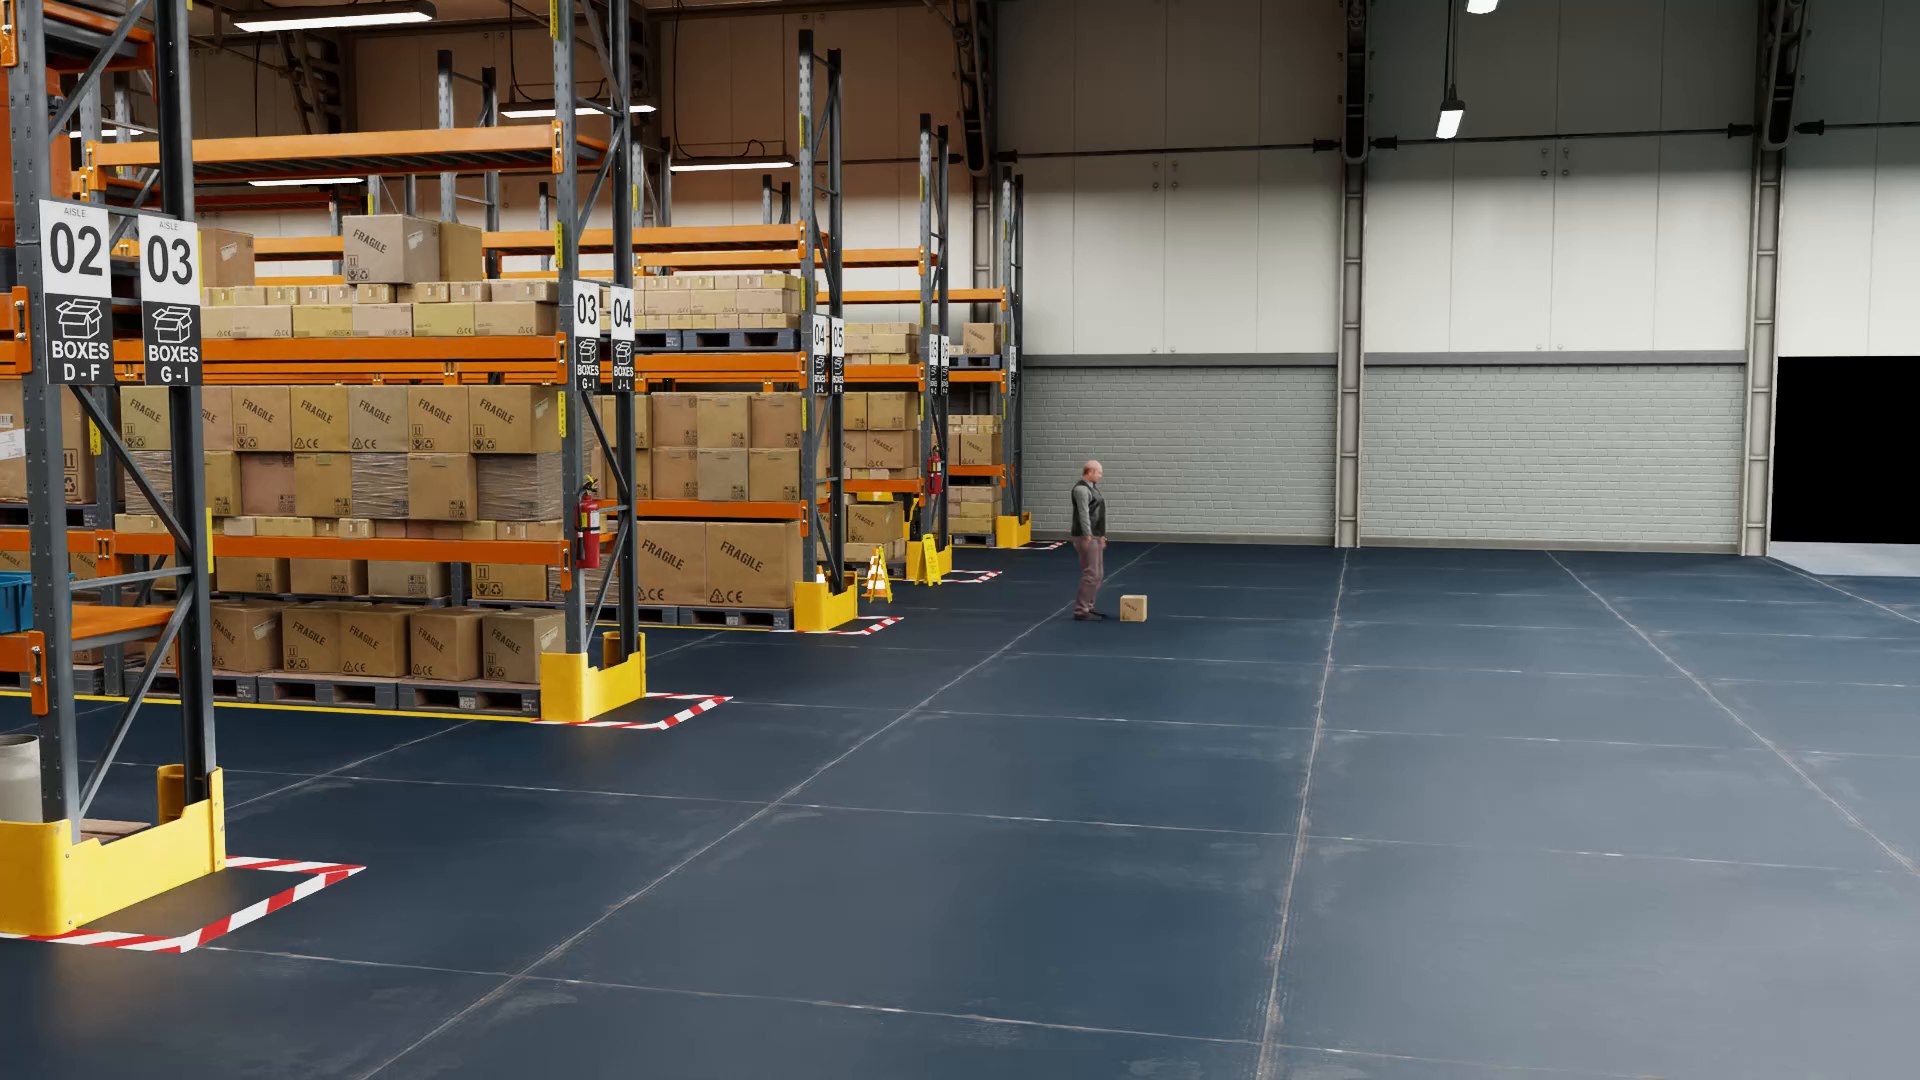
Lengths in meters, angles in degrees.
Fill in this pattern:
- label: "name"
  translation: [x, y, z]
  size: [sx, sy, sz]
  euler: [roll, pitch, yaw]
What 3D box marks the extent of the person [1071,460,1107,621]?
- label: "person"
  translation: [1.384, -0.004, 17.840]
  size: [0.358, 1.710, 0.538]
  euler: [1, 5, 15]
